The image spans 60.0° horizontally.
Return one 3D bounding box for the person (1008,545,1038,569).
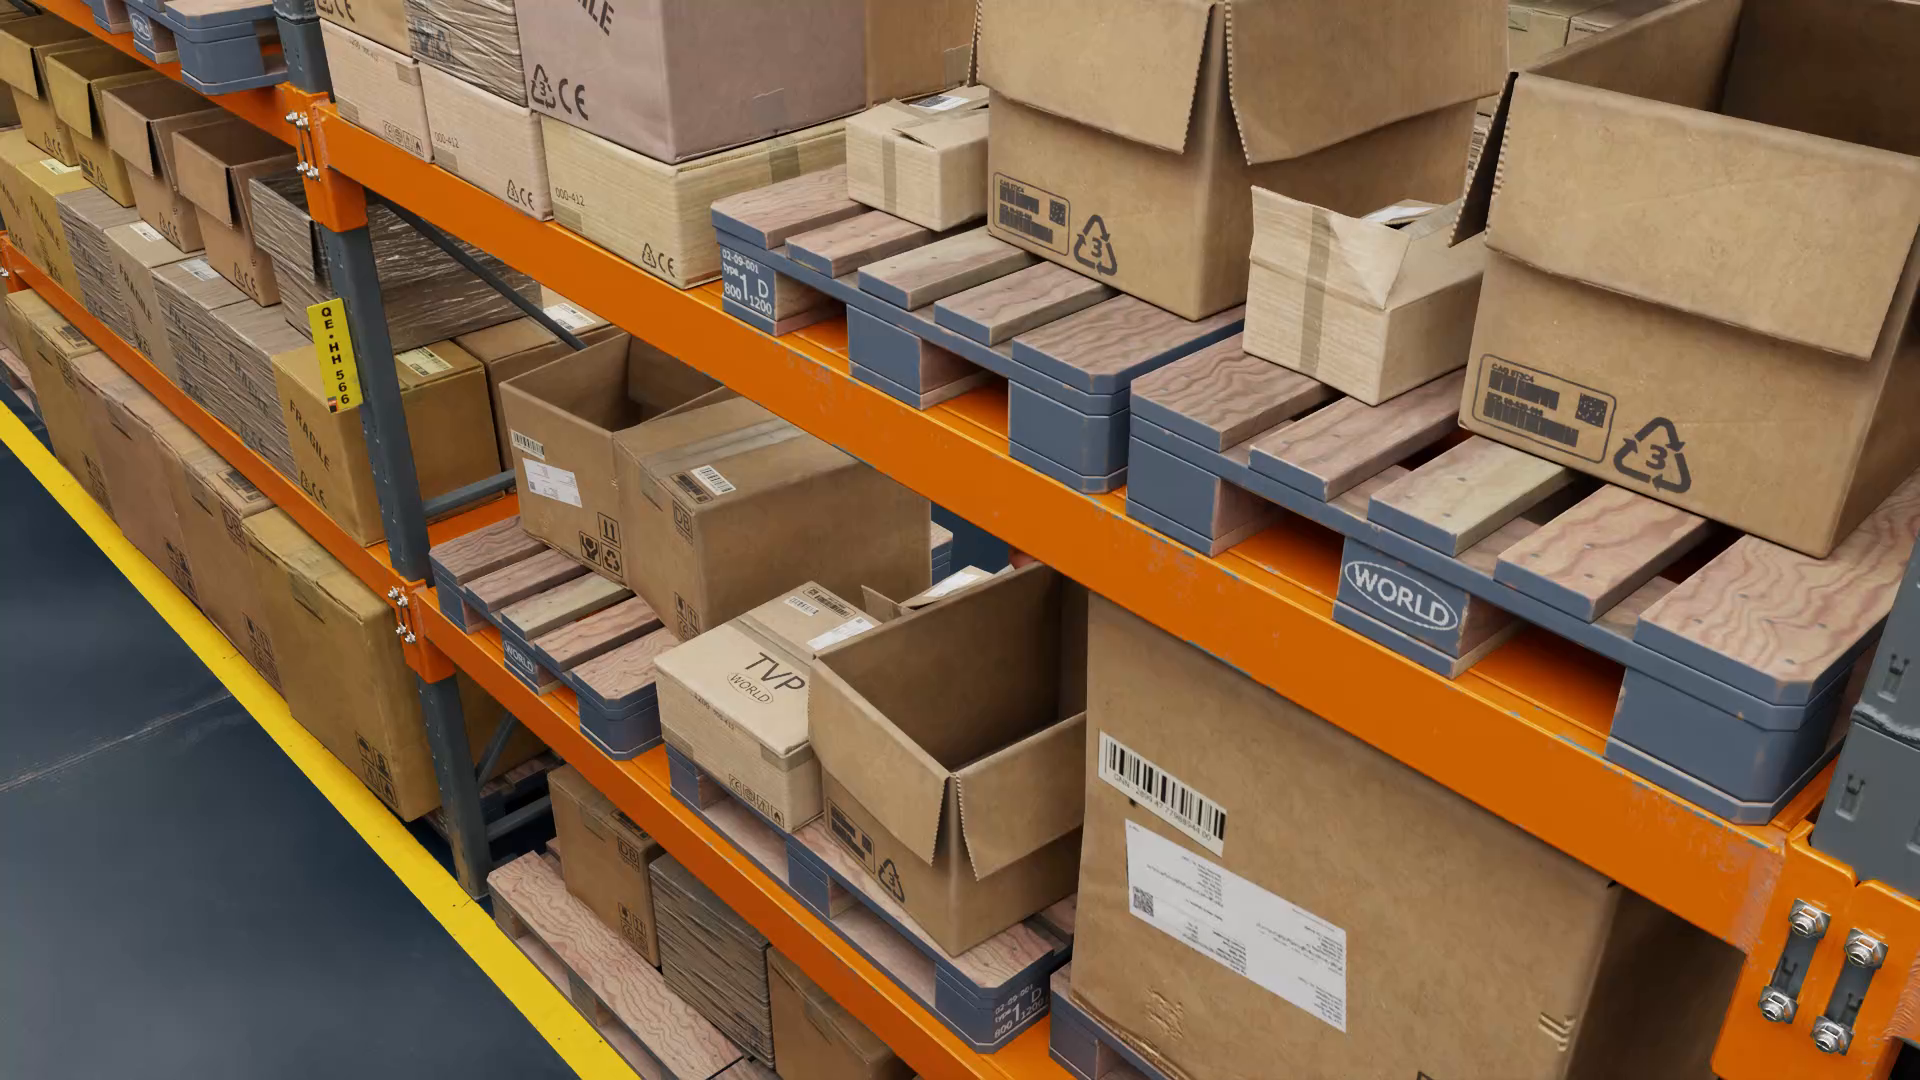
[{"bbox_3d":[0.417,0.222,5.758,0.604,1.778,0.453,-26,40,-36],"label":"person"}]
